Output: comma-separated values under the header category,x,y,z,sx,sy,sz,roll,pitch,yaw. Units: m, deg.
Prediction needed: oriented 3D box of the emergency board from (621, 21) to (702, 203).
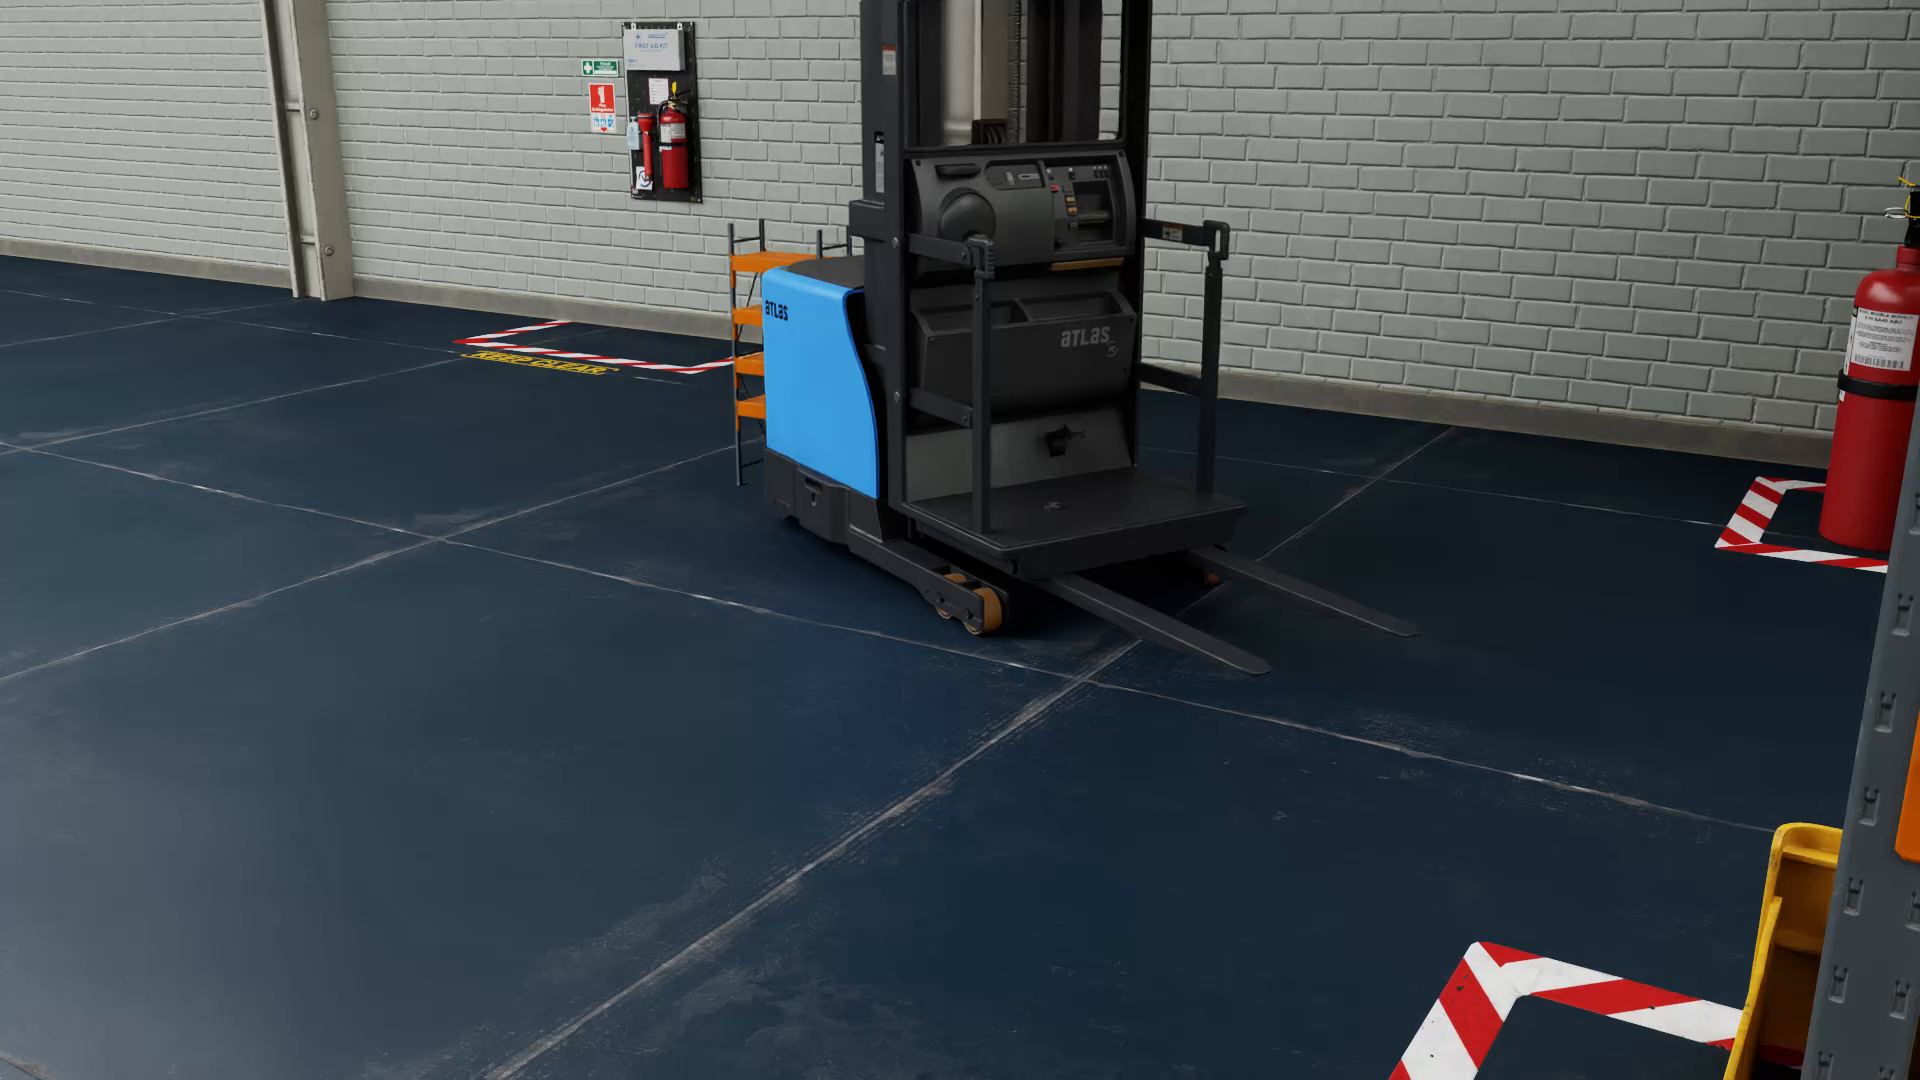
category,x,y,z,sx,sy,sz,roll,pitch,yaw
emergency board,-2.053,-2.860,11.136,0.643,1.169,0.194,10,20,30

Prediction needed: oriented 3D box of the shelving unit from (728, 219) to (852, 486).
category,x,y,z,sx,sy,sz,roll,pitch,yaw
shelving unit,-0.755,-0.818,7.507,0.503,1.200,0.258,10,19,30

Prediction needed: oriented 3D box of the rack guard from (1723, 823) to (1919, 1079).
category,x,y,z,sx,sy,sz,roll,pitch,yaw
rack guard,1.487,0.965,2.843,0.348,0.500,1.175,10,20,30

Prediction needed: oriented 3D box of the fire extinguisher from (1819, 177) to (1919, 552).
category,x,y,z,sx,sy,sz,roll,pitch,yaw
fire extinguisher,1.650,-0.323,2.916,0.183,0.674,0.296,10,20,30

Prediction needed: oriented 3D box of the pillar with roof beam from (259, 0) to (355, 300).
category,x,y,z,sx,sy,sz,roll,pitch,yaw
pillar with roof beam,-7.333,-5.192,8.490,0.400,9.000,9.100,10,20,30

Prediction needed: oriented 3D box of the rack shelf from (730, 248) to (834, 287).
category,x,y,z,sx,sy,sz,roll,pitch,yaw
rack shelf,-0.753,-1.194,7.394,0.480,0.148,0.258,10,19,30

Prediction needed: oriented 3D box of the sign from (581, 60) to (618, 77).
category,x,y,z,sx,sy,sz,roll,pitch,yaw
sign,-2.471,-3.237,11.405,0.331,0.109,0.001,10,20,30

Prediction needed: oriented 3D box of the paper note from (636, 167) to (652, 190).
category,x,y,z,sx,sy,sz,roll,pitch,yaw
paper note,-2.168,-2.483,11.409,0.142,0.148,0.016,10,20,30

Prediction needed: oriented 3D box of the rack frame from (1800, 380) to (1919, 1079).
category,x,y,z,sx,sy,sz,roll,pitch,yaw
rack frame,1.507,-0.227,2.467,0.127,3.000,1.000,10,20,30

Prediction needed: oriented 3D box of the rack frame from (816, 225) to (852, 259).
category,x,y,z,sx,sy,sz,roll,pitch,yaw
rack frame,-0.548,-0.780,7.383,0.015,1.200,0.240,10,19,30

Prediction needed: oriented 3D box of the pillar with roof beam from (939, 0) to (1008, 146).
category,x,y,z,sx,sy,sz,roll,pitch,yaw
pillar with roof beam,-2.220,-4.279,5.485,0.400,9.000,9.100,10,20,30

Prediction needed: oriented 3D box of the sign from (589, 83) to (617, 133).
category,x,y,z,sx,sy,sz,roll,pitch,yaw
sign,-2.470,-2.987,11.492,0.234,0.329,0.001,10,20,30

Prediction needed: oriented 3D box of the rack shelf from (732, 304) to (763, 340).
category,x,y,z,sx,sy,sz,roll,pitch,yaw
rack shelf,-0.754,-0.968,7.462,0.480,0.148,0.258,10,19,30

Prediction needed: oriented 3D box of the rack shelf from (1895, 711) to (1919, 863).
category,x,y,z,sx,sy,sz,roll,pitch,yaw
rack shelf,3.211,0.422,1.570,4.000,0.370,1.077,10,20,30

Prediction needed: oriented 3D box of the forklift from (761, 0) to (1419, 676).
category,x,y,z,sx,sy,sz,roll,pitch,yaw
forklift,0.354,-1.225,5.871,1.130,2.935,3.031,-10,20,-30

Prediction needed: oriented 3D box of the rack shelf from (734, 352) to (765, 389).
category,x,y,z,sx,sy,sz,roll,pitch,yaw
rack shelf,-0.755,-0.754,7.526,0.480,0.148,0.258,10,19,30

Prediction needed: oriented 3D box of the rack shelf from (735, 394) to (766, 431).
category,x,y,z,sx,sy,sz,roll,pitch,yaw
rack shelf,-0.756,-0.563,7.583,0.480,0.148,0.258,10,19,30

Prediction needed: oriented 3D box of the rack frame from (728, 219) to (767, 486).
category,x,y,z,sx,sy,sz,roll,pitch,yaw
rack frame,-0.962,-0.856,7.631,0.015,1.200,0.240,10,19,30
